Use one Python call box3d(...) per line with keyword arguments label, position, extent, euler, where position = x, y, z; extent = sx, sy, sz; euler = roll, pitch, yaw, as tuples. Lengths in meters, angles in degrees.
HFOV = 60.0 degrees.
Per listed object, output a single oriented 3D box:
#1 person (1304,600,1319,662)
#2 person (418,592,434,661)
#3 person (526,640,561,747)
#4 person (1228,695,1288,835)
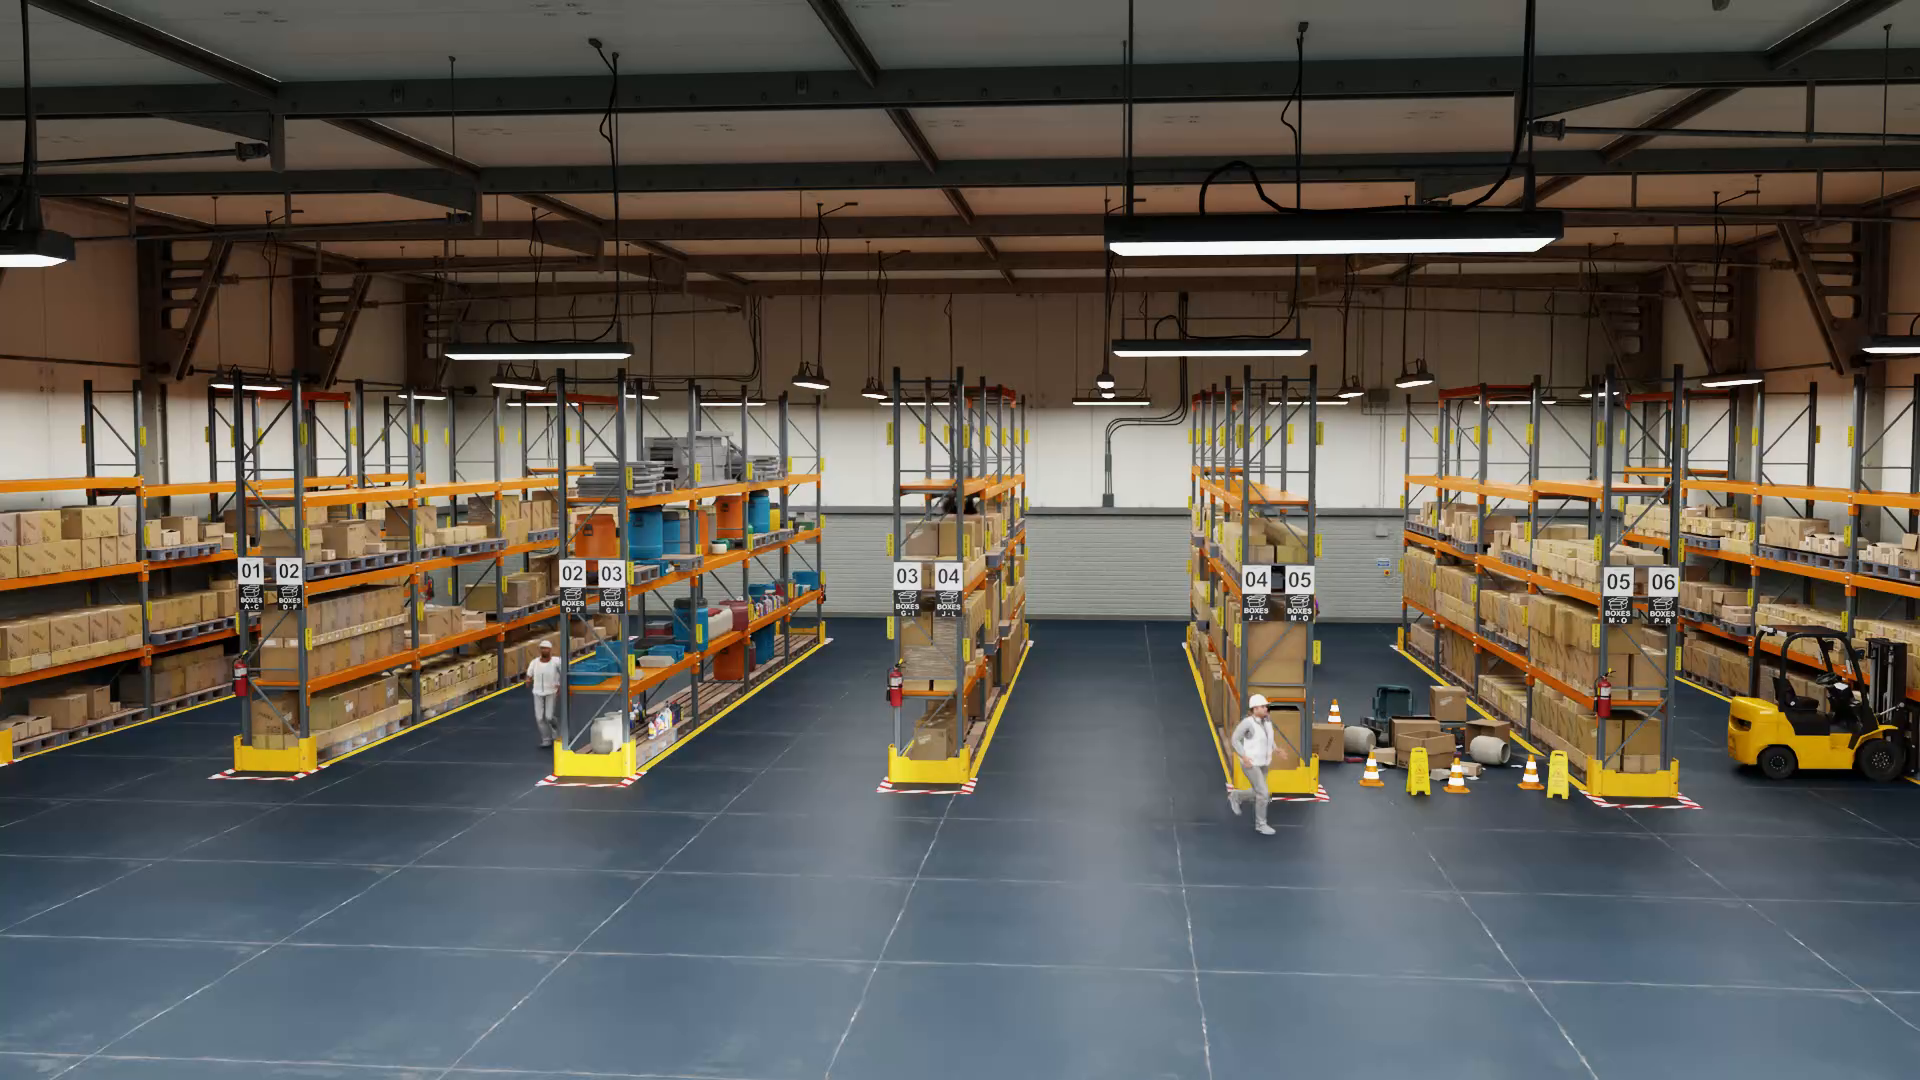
box3d(label="person", position=(7.626, 1.870, 36.872), extent=(0.686, 1.704, 0.753), euler=(0, 4, 0))
box3d(label="person", position=(-11.621, 1.942, 35.984), extent=(0.604, 1.659, 0.538), euler=(0, 4, 6))
box3d(label="person", position=(-6.668, 2.474, 26.754), extent=(0.692, 1.720, 0.591), euler=(0, 4, 5))
box3d(label="person", position=(3.706, 2.824, 21.181), extent=(0.645, 1.746, 0.831), euler=(-3, 5, -42))
